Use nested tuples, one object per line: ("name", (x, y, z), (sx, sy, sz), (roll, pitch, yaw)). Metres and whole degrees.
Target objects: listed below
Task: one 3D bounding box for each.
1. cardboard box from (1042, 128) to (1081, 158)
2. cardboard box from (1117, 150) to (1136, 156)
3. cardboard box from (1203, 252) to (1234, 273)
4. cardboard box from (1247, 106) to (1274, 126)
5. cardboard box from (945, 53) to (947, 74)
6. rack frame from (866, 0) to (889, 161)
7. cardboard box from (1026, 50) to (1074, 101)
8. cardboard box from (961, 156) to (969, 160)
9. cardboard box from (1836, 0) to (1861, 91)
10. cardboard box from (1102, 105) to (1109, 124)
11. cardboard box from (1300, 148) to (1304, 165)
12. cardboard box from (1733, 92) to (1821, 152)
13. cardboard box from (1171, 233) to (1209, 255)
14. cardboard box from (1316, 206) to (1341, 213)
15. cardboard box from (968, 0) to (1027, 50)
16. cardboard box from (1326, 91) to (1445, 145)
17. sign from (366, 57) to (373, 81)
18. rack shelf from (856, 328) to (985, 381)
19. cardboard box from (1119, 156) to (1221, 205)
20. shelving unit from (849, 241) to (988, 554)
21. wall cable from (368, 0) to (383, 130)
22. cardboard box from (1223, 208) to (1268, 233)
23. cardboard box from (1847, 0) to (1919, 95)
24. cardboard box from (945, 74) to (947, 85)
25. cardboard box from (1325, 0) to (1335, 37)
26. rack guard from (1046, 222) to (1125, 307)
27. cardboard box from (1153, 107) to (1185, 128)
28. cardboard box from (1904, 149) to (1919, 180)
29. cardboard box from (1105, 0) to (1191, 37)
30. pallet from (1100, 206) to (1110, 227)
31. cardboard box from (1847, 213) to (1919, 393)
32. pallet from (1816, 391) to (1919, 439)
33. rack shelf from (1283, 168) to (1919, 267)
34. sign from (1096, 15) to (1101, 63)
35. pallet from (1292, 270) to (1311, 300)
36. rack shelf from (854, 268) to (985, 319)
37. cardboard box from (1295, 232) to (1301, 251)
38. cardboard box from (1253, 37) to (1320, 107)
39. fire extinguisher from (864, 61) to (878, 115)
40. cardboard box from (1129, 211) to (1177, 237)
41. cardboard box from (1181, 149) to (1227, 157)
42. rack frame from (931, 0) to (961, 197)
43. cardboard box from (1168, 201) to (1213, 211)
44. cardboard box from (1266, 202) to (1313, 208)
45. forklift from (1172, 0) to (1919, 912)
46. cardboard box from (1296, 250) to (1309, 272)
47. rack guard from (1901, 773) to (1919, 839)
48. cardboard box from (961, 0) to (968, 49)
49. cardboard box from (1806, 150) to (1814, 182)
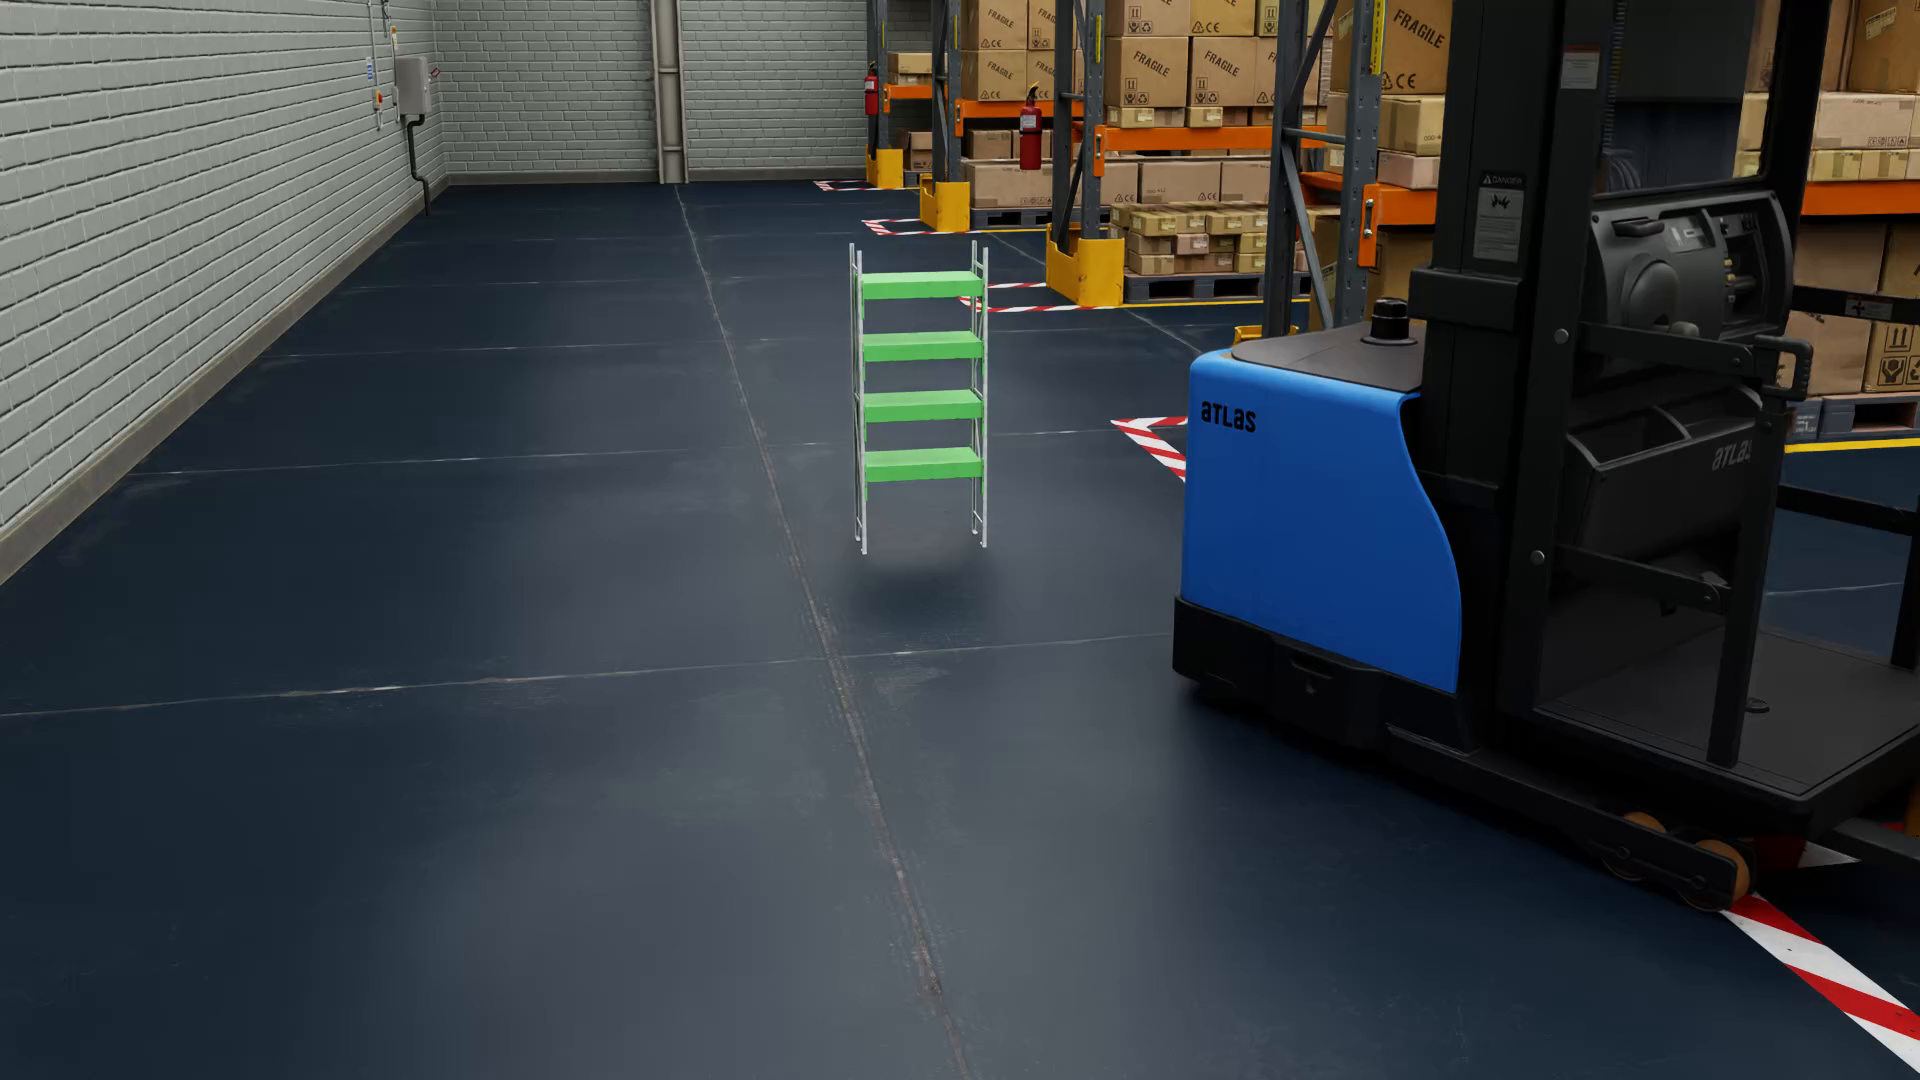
("cardboard box", (1.394, -5.318, 22.560), (0.500, 0.500, 0.700), (-4, 18, -13))
("cardboard box", (2.143, -5.381, 23.087), (0.500, 0.311, 0.500), (-3, 17, -8))
("cardboard box", (1.952, -2.188, 12.968), (0.250, 0.149, 0.380), (-3, 17, -10))
("cardboard box", (2.289, -3.251, 12.714), (0.250, 0.149, 0.380), (-3, 17, -11))
("cardboard box", (-0.099, -6.258, 21.826), (0.500, 0.250, 0.500), (-3, 17, -10))
("rack frame", (-1.091, -6.212, 21.926), (0.127, 3.000, 1.000), (-3, 17, -10))
("cardboard box", (0.872, -4.809, 17.189), (0.500, 0.500, 0.500), (-3, 17, -11))
("cardboard box", (-0.048, -5.069, 22.346), (0.250, 0.149, 0.380), (-4, 18, -13))
("cardboard box", (4.658, -2.598, 8.632), (0.500, 0.500, 0.500), (-3, 17, -10))
("cardboard box", (1.159, -3.339, 13.002), (0.250, 0.149, 0.380), (-3, 17, -10))
("cardboard box", (4.877, -5.488, 23.114), (0.500, 0.500, 0.500), (-4, 17, -12))
("cardboard box", (3.772, -2.032, 8.067), (0.500, 0.250, 0.500), (-4, 17, -12))
("cardboard box", (1.736, -2.294, 12.805), (0.250, 0.149, 0.380), (-3, 17, -11))
("cardboard box", (2.989, -2.534, 13.079), (0.250, 0.149, 0.380), (-3, 17, -10))
("cardboard box", (0.380, -5.251, 16.926), (0.500, 0.500, 0.500), (-4, 17, -12))
("cardboard box", (2.160, -2.098, 8.282), (0.500, 0.250, 0.500), (-4, 17, -11))
("sign", (-5.728, -4.572, 16.128), (0.001, 0.218, 0.327), (-3, 17, -10))
("rack shelf", (-0.163, -0.733, 6.554), (0.480, 0.148, 0.258), (-3, 17, -10))
("cardboard box", (2.266, -3.925, 18.132), (0.875, 0.438, 0.875), (-4, 17, -12))
("shelving unit", (-0.163, -0.564, 6.606), (0.503, 1.200, 0.258), (-3, 17, -10))
("wall cable", (-5.677, -4.961, 16.070), (0.123, 1.953, 0.585), (-3, 17, -10))
("cardboard box", (2.219, -2.478, 12.897), (0.250, 0.149, 0.380), (-4, 18, -13))
("cardboard box", (4.769, -2.446, 8.139), (0.500, 0.500, 0.500), (-3, 17, -10))
("cardboard box", (-0.223, -6.083, 21.935), (0.250, 0.149, 0.380), (-3, 17, -11))
("cardboard box", (2.893, -4.058, 12.534), (0.500, 0.500, 0.500), (-4, 17, -12))
("rack guard", (0.968, -2.169, 13.021), (0.348, 0.500, 1.175), (-3, 17, -10))
("cardboard box", (1.515, -3.189, 12.514), (0.250, 0.149, 0.380), (-3, 17, -8))
("cardboard box", (4.668, -1.872, 8.227), (0.250, 0.149, 0.380), (-3, 17, -9))
("cardboard box", (1.384, -3.976, 12.268), (0.500, 0.500, 0.500), (-3, 17, -11))
("pallet", (1.820, -3.582, 18.114), (1.213, 0.211, 1.003), (-3, 17, -10))
("cardboard box", (4.999, -1.318, 8.898), (0.875, 0.875, 0.875), (-3, 17, -10))
("pallet", (4.901, -0.794, 9.037), (1.213, 0.211, 1.003), (-3, 17, -10))
("rack shelf", (3.698, -1.691, 8.435), (4.000, 0.370, 1.077), (-3, 17, -10))
("sign", (0.996, -3.617, 12.004), (0.005, 0.325, 0.100), (-3, 17, -10))
("pallet", (2.967, -2.133, 13.396), (1.213, 0.211, 1.003), (-3, 17, -10))
("rack shelf", (-0.163, -0.962, 6.483), (0.480, 0.148, 0.258), (-3, 17, -10))
("cardboard box", (2.474, -2.358, 13.014), (0.250, 0.149, 0.380), (-4, 18, -13))
("cardboard box", (2.390, -3.556, 12.602), (0.500, 0.500, 0.500), (-3, 17, -10))
("fire extinguisher", (-1.147, -5.855, 21.532), (0.183, 0.674, 0.296), (-3, 17, -10))
("cardboard box", (1.472, -2.413, 12.686), (0.250, 0.149, 0.380), (-4, 18, -13))
("cardboard box", (3.354, -5.402, 22.834), (0.500, 0.500, 0.500), (-2, 17, -8))
("rack frame", (-0.145, -4.781, 17.268), (0.127, 3.000, 1.000), (-3, 17, -10))
("cardboard box", (1.852, -2.633, 13.402), (0.250, 0.149, 0.380), (-4, 17, -12))
("cardboard box", (2.652, -2.643, 13.434), (0.250, 0.149, 0.380), (-4, 17, -12))
("forklift", (1.992, -0.686, 4.052), (1.130, 2.935, 3.031), (-14, 22, -37))
("cardboard box", (2.717, -2.201, 13.011), (0.250, 0.149, 0.380), (-4, 18, -13))
("rack guard", (2.653, 0.704, 3.669), (0.348, 0.500, 1.175), (-3, 17, -10))
("cardboard box", (0.283, -5.402, 17.418), (0.500, 0.500, 0.500), (-3, 17, -9))
("cardboard box", (3.913, -1.830, 8.088), (0.250, 0.149, 0.380), (-3, 17, -10))
